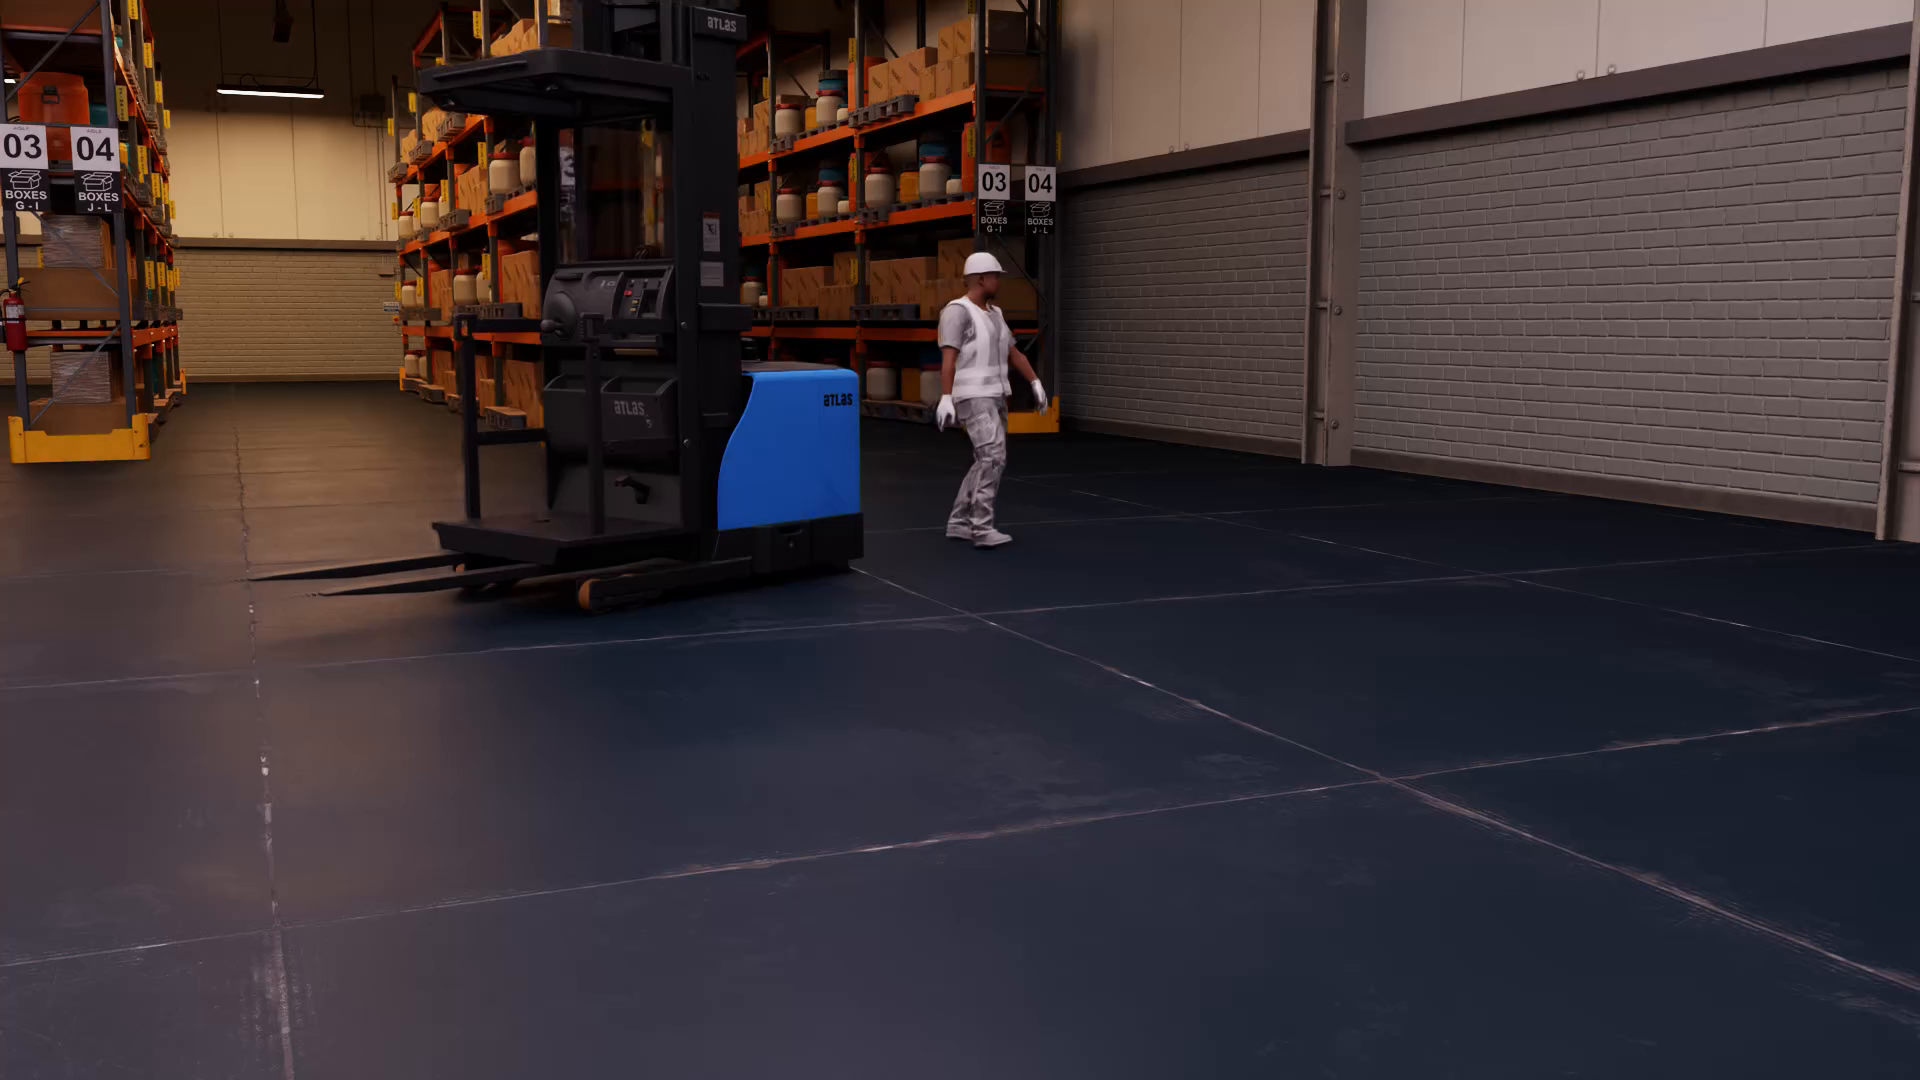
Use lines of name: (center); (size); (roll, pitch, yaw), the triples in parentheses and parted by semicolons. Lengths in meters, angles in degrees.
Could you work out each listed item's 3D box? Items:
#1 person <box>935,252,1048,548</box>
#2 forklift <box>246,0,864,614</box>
person: (0.145, -0.837, 9.911); (0.624, 1.742, 0.691); (4, 8, 27)
forklift: (-1.856, -1.188, 7.954); (1.130, 2.935, 3.031); (6, 10, 40)
